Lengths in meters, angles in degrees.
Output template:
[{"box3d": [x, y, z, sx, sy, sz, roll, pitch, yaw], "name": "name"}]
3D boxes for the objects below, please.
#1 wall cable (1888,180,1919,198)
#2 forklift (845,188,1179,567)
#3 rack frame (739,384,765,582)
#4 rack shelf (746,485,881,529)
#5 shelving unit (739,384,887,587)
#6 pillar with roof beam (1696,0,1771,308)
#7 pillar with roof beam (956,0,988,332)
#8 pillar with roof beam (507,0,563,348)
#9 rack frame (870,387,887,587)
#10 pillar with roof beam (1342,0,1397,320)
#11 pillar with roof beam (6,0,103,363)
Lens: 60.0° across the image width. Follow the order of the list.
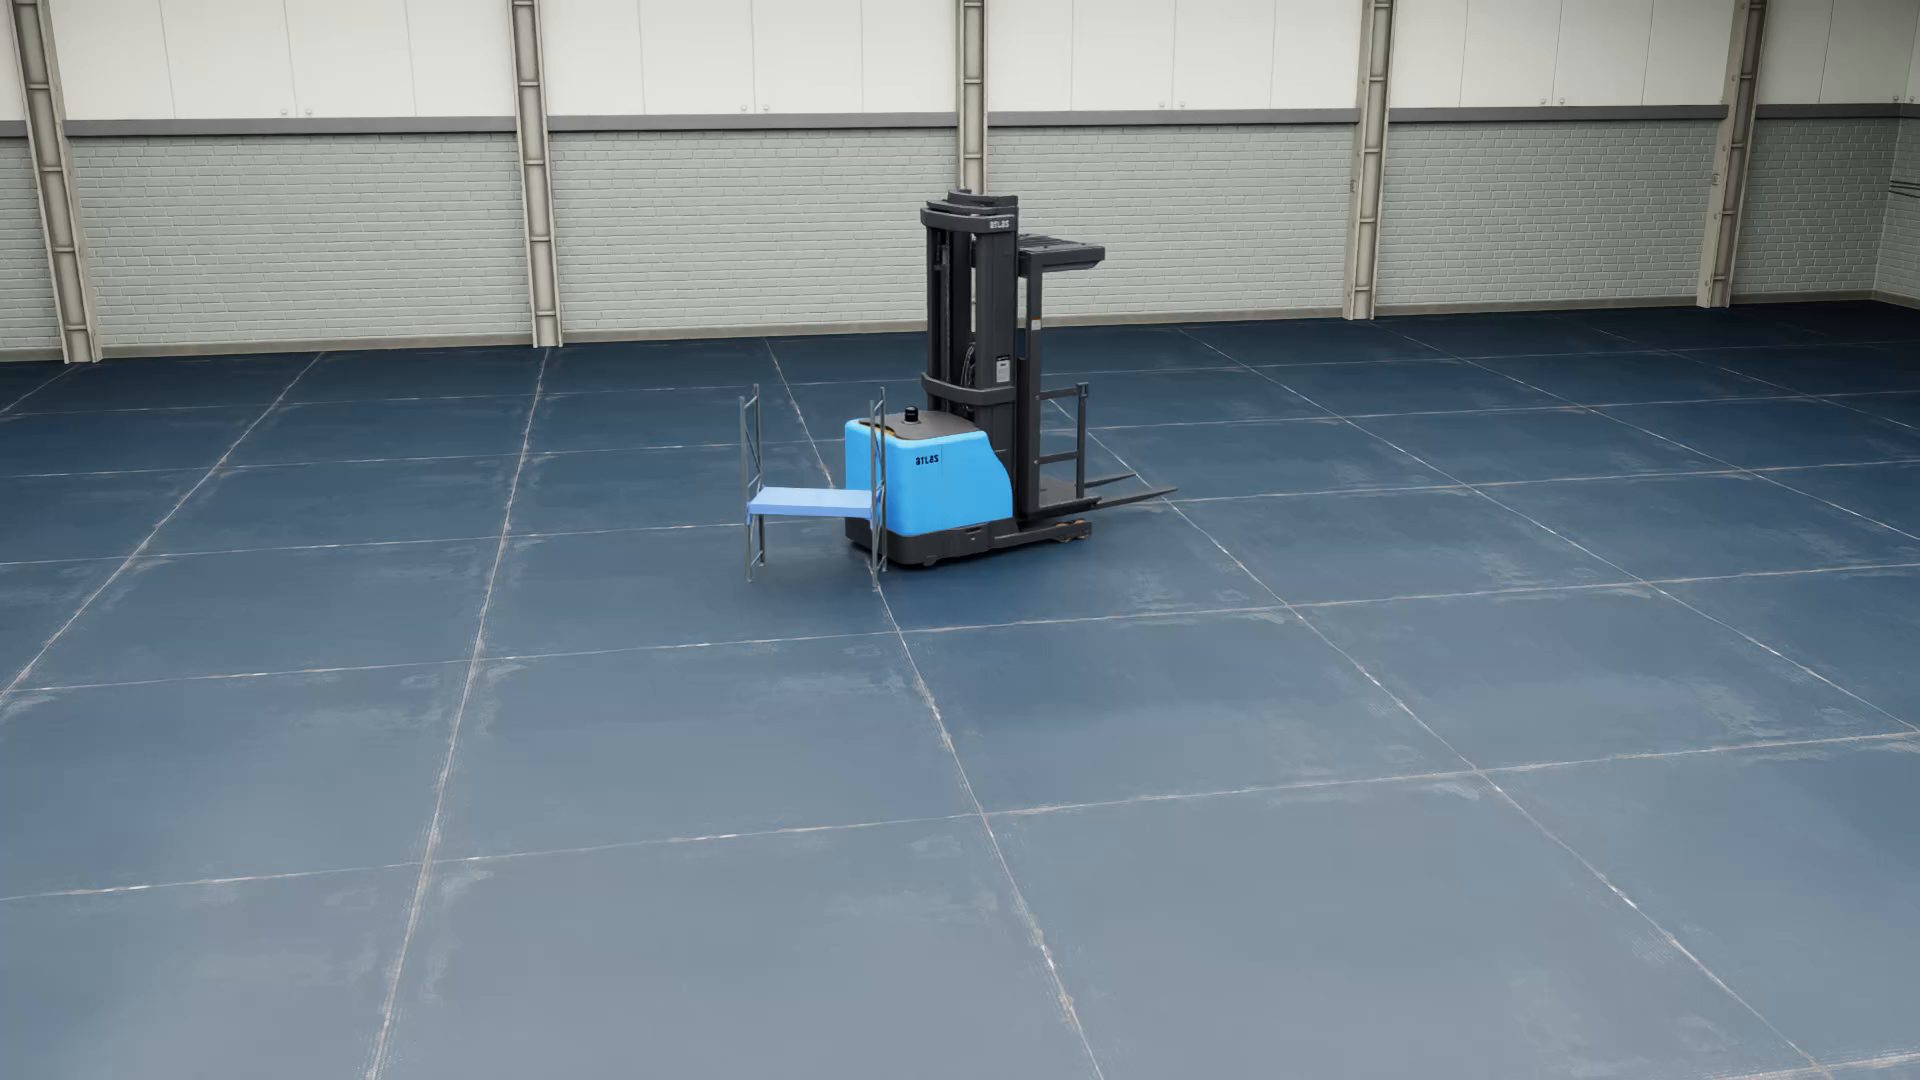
[{"box3d": [15.088, -6.316, 24.837, 0.112, 2.526, 3.097, -3, 17, -10], "name": "wall cable"}, {"box3d": [0.536, -1.495, 14.187, 3.031, 2.935, 1.130, -11, 20, -32], "name": "forklift"}, {"box3d": [-1.650, -0.454, 13.236, 0.032, 1.500, 0.500, 2, 17, 7], "name": "rack frame"}, {"box3d": [-1.146, -0.264, 13.228, 1.000, 0.185, 0.538, 2, 17, 7], "name": "rack shelf"}, {"box3d": [-1.146, -0.436, 13.175, 1.048, 1.500, 0.538, 2, 17, 7], "name": "shelving unit"}, {"box3d": [12.761, -6.776, 21.047, 0.400, 9.000, 9.100, -3, 17, -10], "name": "pillar with roof beam"}, {"box3d": [0.979, -6.108, 18.871, 0.400, 9.000, 9.100, -3, 17, -10], "name": "pillar with roof beam"}, {"box3d": [-4.912, -5.774, 17.783, 0.400, 9.000, 9.100, -3, 17, -10], "name": "pillar with roof beam"}, {"box3d": [-0.642, -0.417, 13.115, 0.032, 1.500, 0.500, 2, 17, 7], "name": "rack frame"}, {"box3d": [6.870, -6.442, 19.959, 0.400, 9.000, 9.100, -3, 17, -10], "name": "pillar with roof beam"}, {"box3d": [-10.803, -5.440, 16.695, 0.400, 9.000, 9.100, -3, 17, -10], "name": "pillar with roof beam"}]
